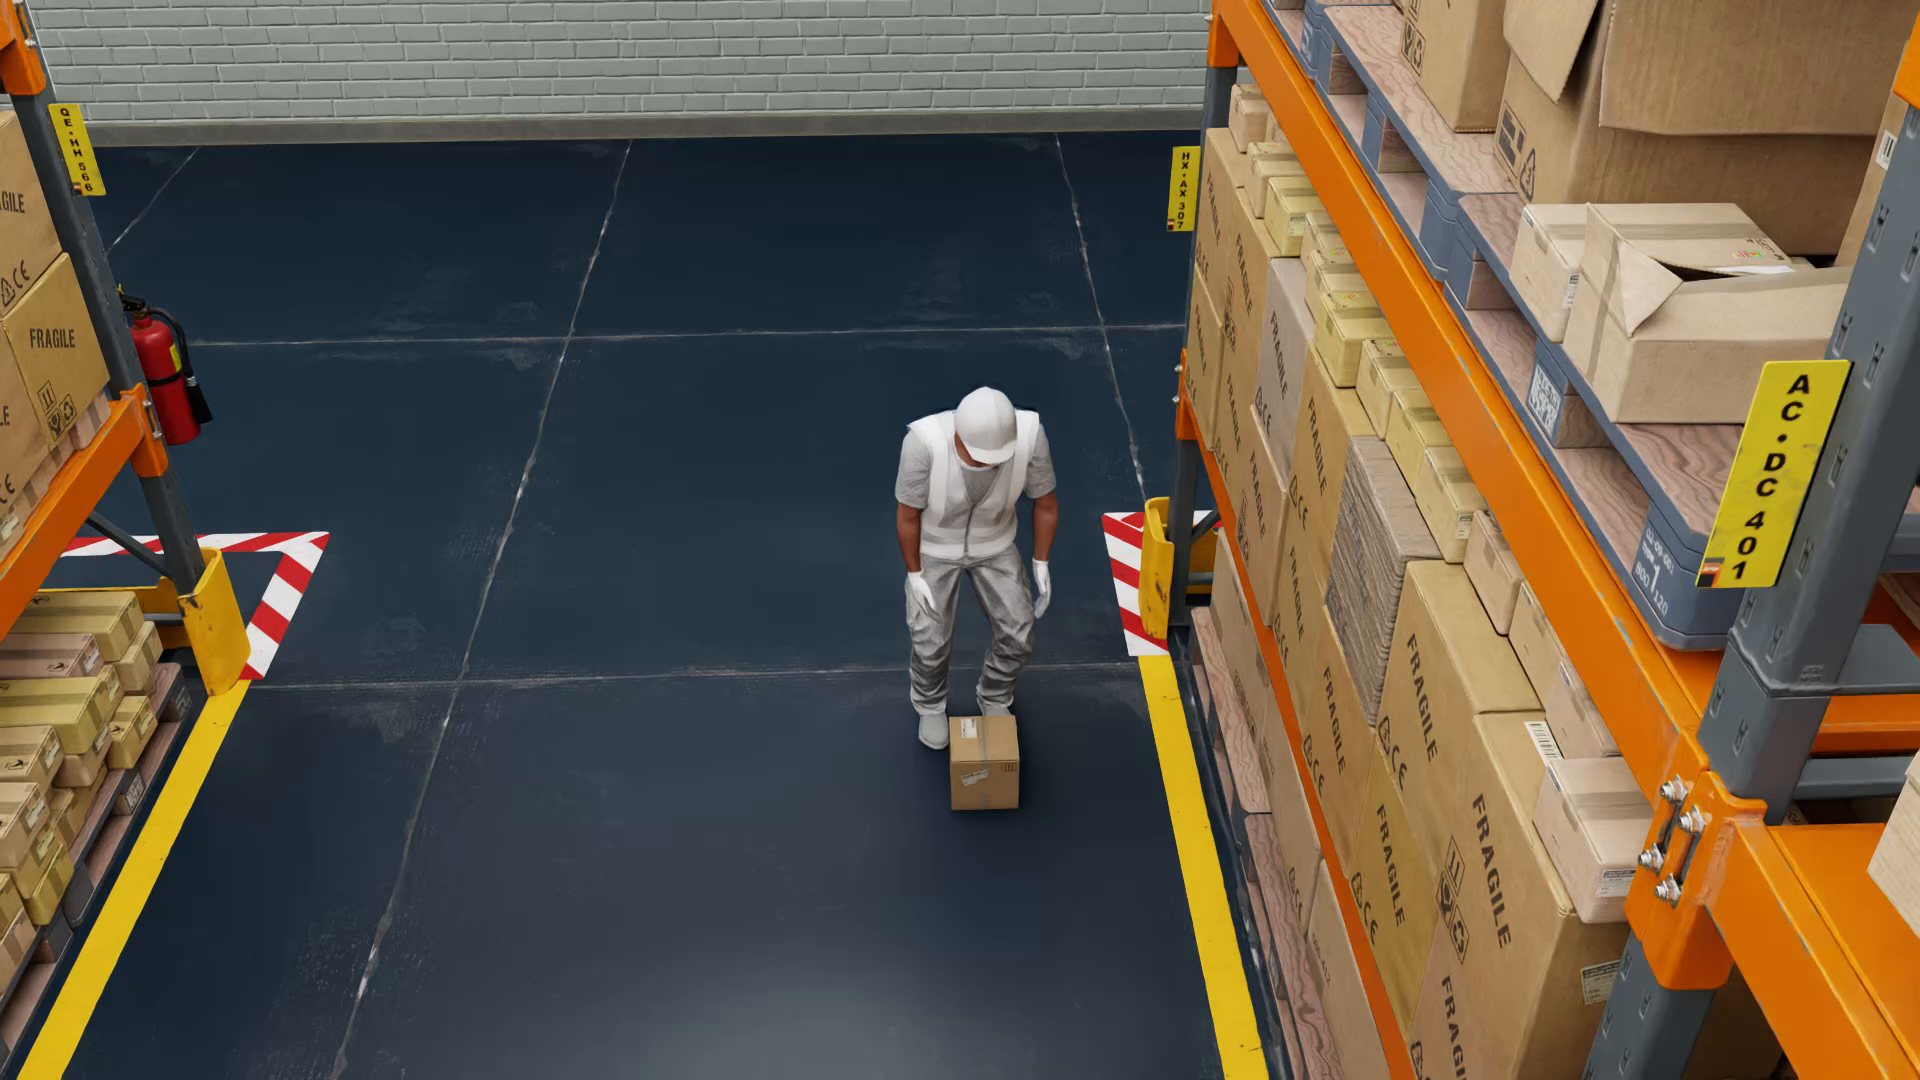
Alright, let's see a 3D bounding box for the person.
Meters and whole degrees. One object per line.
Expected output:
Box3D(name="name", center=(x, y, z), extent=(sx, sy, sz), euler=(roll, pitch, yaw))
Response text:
Box3D(name="person", center=(0.061, 0.077, 6.179), extent=(0.601, 1.601, 0.628), euler=(-5, 35, -7))
